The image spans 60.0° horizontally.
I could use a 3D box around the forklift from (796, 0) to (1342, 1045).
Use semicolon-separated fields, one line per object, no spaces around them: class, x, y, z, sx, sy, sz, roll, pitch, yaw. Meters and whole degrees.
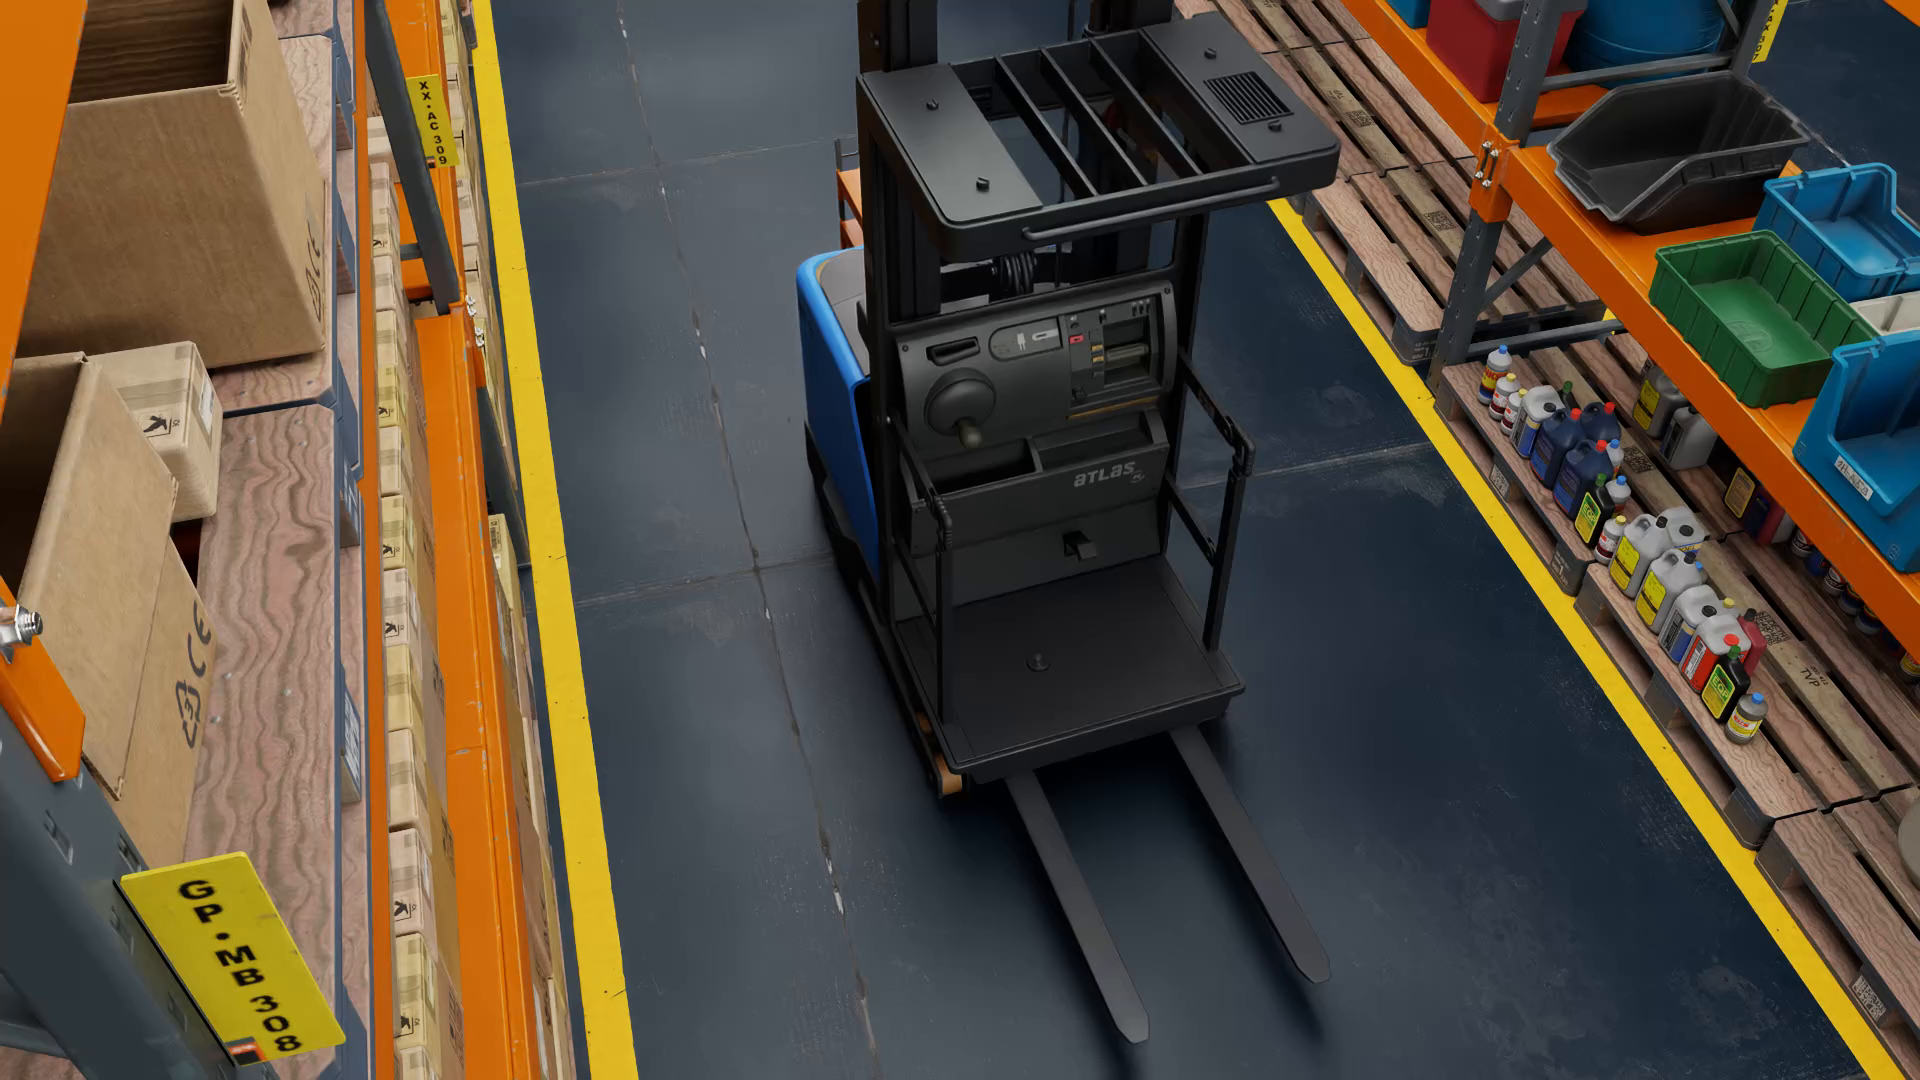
forklift;0.328;-0.463;5.151;1.130;2.935;3.031;-14;47;-13

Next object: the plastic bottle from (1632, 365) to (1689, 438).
plastic bottle;2.882;-0.607;6.791;0.144;0.351;0.185;-11;47;-10

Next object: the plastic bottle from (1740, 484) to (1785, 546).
plastic bottle;3.088;-0.121;6.362;0.061;0.283;0.133;-11;47;-10

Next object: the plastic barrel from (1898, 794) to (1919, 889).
plastic barrel;3.231;0.901;5.215;0.421;0.512;0.421;0;46;0

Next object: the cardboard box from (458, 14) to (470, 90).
cardboard box;-2.865;-2.523;8.753;0.500;0.250;0.500;-10;46;-9

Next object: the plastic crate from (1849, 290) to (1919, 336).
plastic crate;3.238;-0.631;5.453;0.530;0.136;0.437;-11;47;-10

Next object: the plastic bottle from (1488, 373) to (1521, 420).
plastic bottle;2.262;-0.602;6.891;0.097;0.201;0.097;0;46;0

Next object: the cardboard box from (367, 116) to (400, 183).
cardboard box;-2.241;-1.456;6.253;0.380;0.149;0.250;-11;47;-10

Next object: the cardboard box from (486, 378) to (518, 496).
cardboard box;-2.075;-0.403;6.676;0.500;0.250;0.500;-12;47;-11

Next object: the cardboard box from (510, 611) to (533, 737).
cardboard box;-1.763;0.548;5.744;0.500;0.250;0.500;-11;47;-10

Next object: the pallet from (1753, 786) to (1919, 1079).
pallet;3.334;1.334;5.295;1.003;0.211;1.213;-11;47;-10

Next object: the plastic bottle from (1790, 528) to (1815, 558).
plastic bottle;3.247;-0.036;6.336;0.097;0.201;0.097;0;46;0

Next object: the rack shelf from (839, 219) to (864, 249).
rack shelf;-0.304;-1.150;6.818;0.258;0.148;0.480;-14;47;-13

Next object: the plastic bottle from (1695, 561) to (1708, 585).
plastic bottle;2.693;0.160;6.144;0.097;0.201;0.097;0;46;0

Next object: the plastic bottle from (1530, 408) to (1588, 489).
plastic bottle;2.383;-0.392;6.580;0.144;0.351;0.185;-10;46;-9

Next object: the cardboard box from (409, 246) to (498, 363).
cardboard box;-2.200;-0.953;6.823;0.500;0.311;0.500;-11;47;-11

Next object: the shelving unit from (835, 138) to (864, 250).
shelving unit;-0.304;-1.041;6.930;0.258;1.200;0.503;-14;47;-13

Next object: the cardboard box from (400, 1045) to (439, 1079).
cardboard box;-1.150;1.113;3.035;0.380;0.149;0.250;-12;47;-11

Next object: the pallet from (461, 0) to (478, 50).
pallet;-3.390;-3.203;9.741;1.003;0.211;1.213;-11;47;-10

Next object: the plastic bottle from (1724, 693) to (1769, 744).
plastic bottle;2.708;0.601;5.712;0.097;0.201;0.097;0;46;0

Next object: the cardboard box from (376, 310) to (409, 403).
cardboard box;-1.736;-0.476;4.592;0.380;0.149;0.250;-11;47;-10

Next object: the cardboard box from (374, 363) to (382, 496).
cardboard box;-1.834;-0.384;4.048;0.700;0.500;0.500;-11;47;-10

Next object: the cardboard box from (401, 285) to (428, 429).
cardboard box;-2.092;-0.625;5.192;0.700;0.500;0.500;-12;47;-11

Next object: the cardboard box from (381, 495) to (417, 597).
cardboard box;-1.540;0.051;4.075;0.380;0.149;0.250;-9;46;-9

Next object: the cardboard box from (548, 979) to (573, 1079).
cardboard box;-1.369;1.581;4.731;0.500;0.250;0.500;-11;47;-10

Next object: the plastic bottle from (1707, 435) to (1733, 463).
plastic bottle;3.070;-0.500;6.687;0.144;0.351;0.185;-13;47;-12

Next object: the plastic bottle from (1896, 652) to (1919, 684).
plastic bottle;3.412;0.409;5.900;0.097;0.201;0.097;0;46;0

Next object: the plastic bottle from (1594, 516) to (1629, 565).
plastic bottle;2.481;-0.009;6.310;0.097;0.201;0.097;0;46;0

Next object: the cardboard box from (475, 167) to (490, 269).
cardboard box;-2.469;-1.465;7.717;0.500;0.250;0.500;-10;46;-10

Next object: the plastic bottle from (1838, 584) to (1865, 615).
plastic bottle;3.325;0.150;6.105;0.097;0.271;0.097;0;46;0

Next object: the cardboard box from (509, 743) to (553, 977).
cardboard box;-1.491;0.973;4.803;0.500;0.500;0.500;-11;47;-10

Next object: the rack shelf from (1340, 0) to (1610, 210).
rack shelf;2.066;-2.927;8.022;1.077;0.370;4.000;-11;47;-10

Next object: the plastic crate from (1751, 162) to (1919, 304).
plastic crate;3.123;-1.032;5.765;0.499;0.251;0.616;-11;47;-10

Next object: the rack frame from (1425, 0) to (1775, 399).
rack frame;2.578;-1.798;6.412;1.000;3.000;0.127;-11;47;-10

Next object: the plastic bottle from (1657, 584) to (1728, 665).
plastic bottle;2.634;0.300;5.955;0.152;0.276;0.135;-12;47;-11

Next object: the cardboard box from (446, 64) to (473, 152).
cardboard box;-2.598;-2.014;7.862;0.500;0.311;0.500;-11;47;-11

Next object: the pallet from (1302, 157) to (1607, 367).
pallet;2.339;-1.357;7.932;1.003;0.211;1.213;-11;47;-10

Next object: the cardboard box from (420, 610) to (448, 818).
cardboard box;-1.694;0.439;4.150;0.700;0.500;0.500;-9;46;-9

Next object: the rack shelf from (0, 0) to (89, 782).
rack shelf;-1.700;-1.222;2.431;1.077;0.370;4.000;-11;47;-10

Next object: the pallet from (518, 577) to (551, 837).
pallet;-2.048;0.638;5.977;1.003;0.211;1.213;-11;47;-10

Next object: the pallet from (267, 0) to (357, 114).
pallet;-1.968;-1.330;3.915;1.003;0.211;1.213;-11;47;-10

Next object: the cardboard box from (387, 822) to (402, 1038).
cardboard box;-1.448;0.654;3.030;0.700;0.500;0.500;-12;47;-11

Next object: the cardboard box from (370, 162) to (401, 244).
cardboard box;-1.935;-1.008;5.114;0.380;0.149;0.250;-11;47;-10

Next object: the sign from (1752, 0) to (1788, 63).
sign;3.112;-1.988;6.404;0.100;0.325;0.005;-11;47;-10

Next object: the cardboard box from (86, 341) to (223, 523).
cardboard box;-1.318;-0.136;2.466;0.380;0.149;0.250;-11;47;-10

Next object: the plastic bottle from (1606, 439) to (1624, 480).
plastic bottle;2.537;-0.286;6.532;0.097;0.271;0.097;0;46;0

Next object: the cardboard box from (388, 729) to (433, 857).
cardboard box;-1.346;0.582;3.555;0.380;0.149;0.250;-12;47;-12
